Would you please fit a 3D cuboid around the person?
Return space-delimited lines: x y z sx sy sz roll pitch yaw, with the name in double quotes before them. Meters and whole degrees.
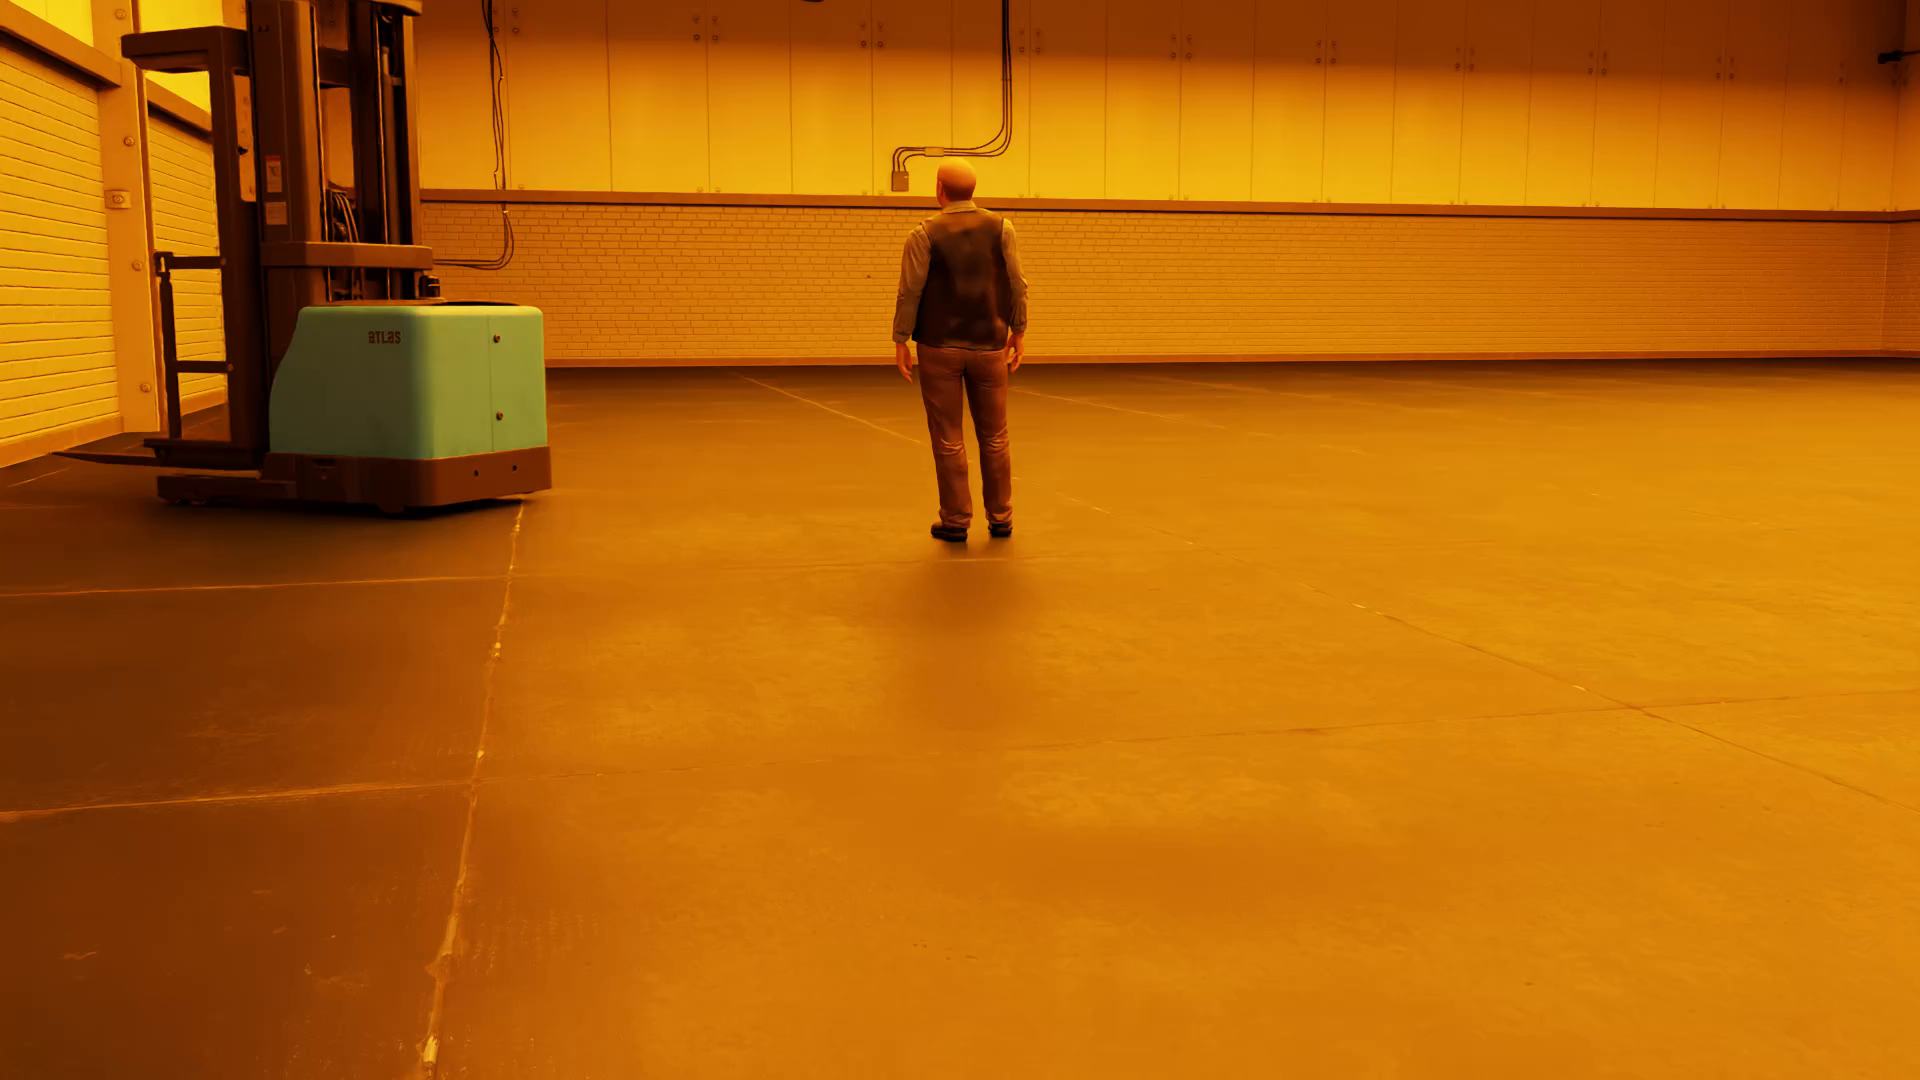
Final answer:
"person" -0.008 -0.868 7.649 0.633 1.722 0.566 -2 8 -13

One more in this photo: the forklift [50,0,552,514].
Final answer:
"forklift" -3.826 -1.696 9.246 3.031 2.935 1.130 4 9 25
